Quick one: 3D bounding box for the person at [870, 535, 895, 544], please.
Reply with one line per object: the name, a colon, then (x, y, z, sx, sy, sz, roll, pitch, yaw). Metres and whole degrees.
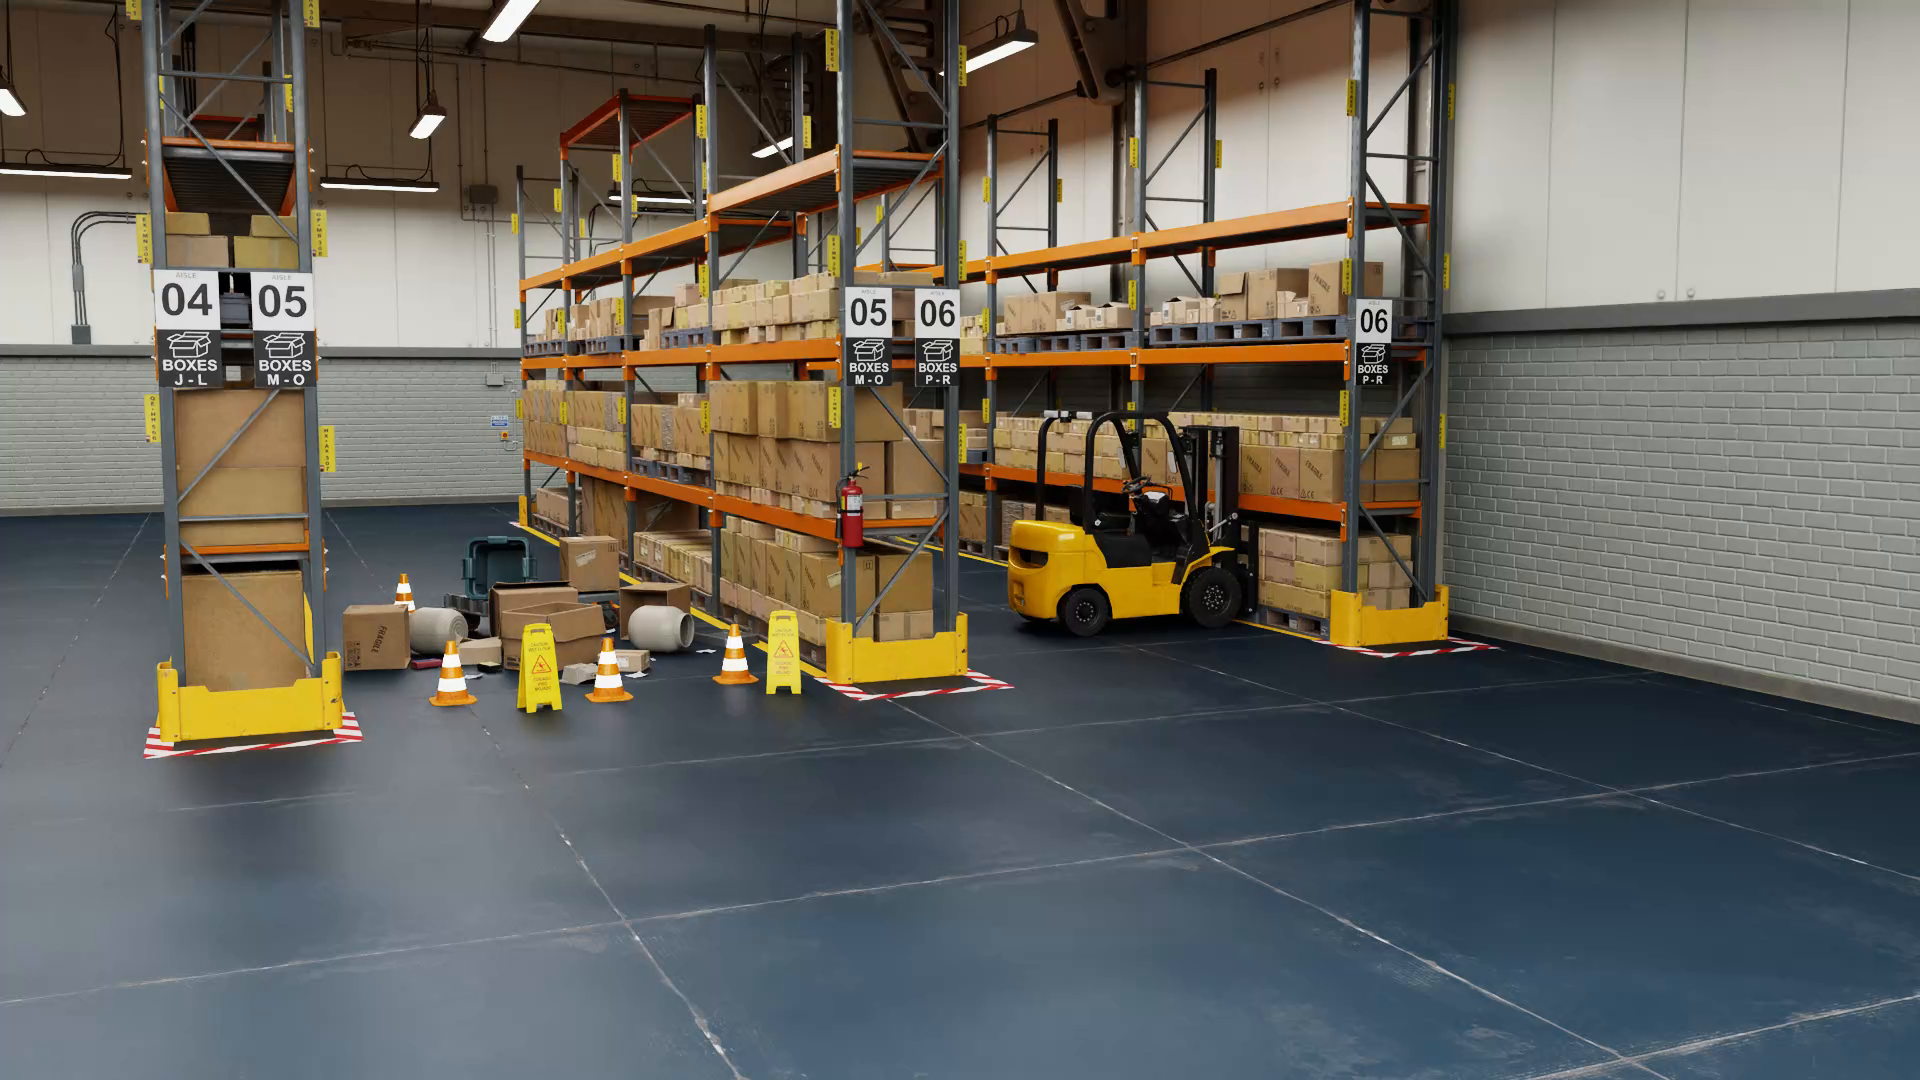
person: (-0.886, -0.245, 19.185, 0.547, 1.688, 0.437, -2, 6, -24)
